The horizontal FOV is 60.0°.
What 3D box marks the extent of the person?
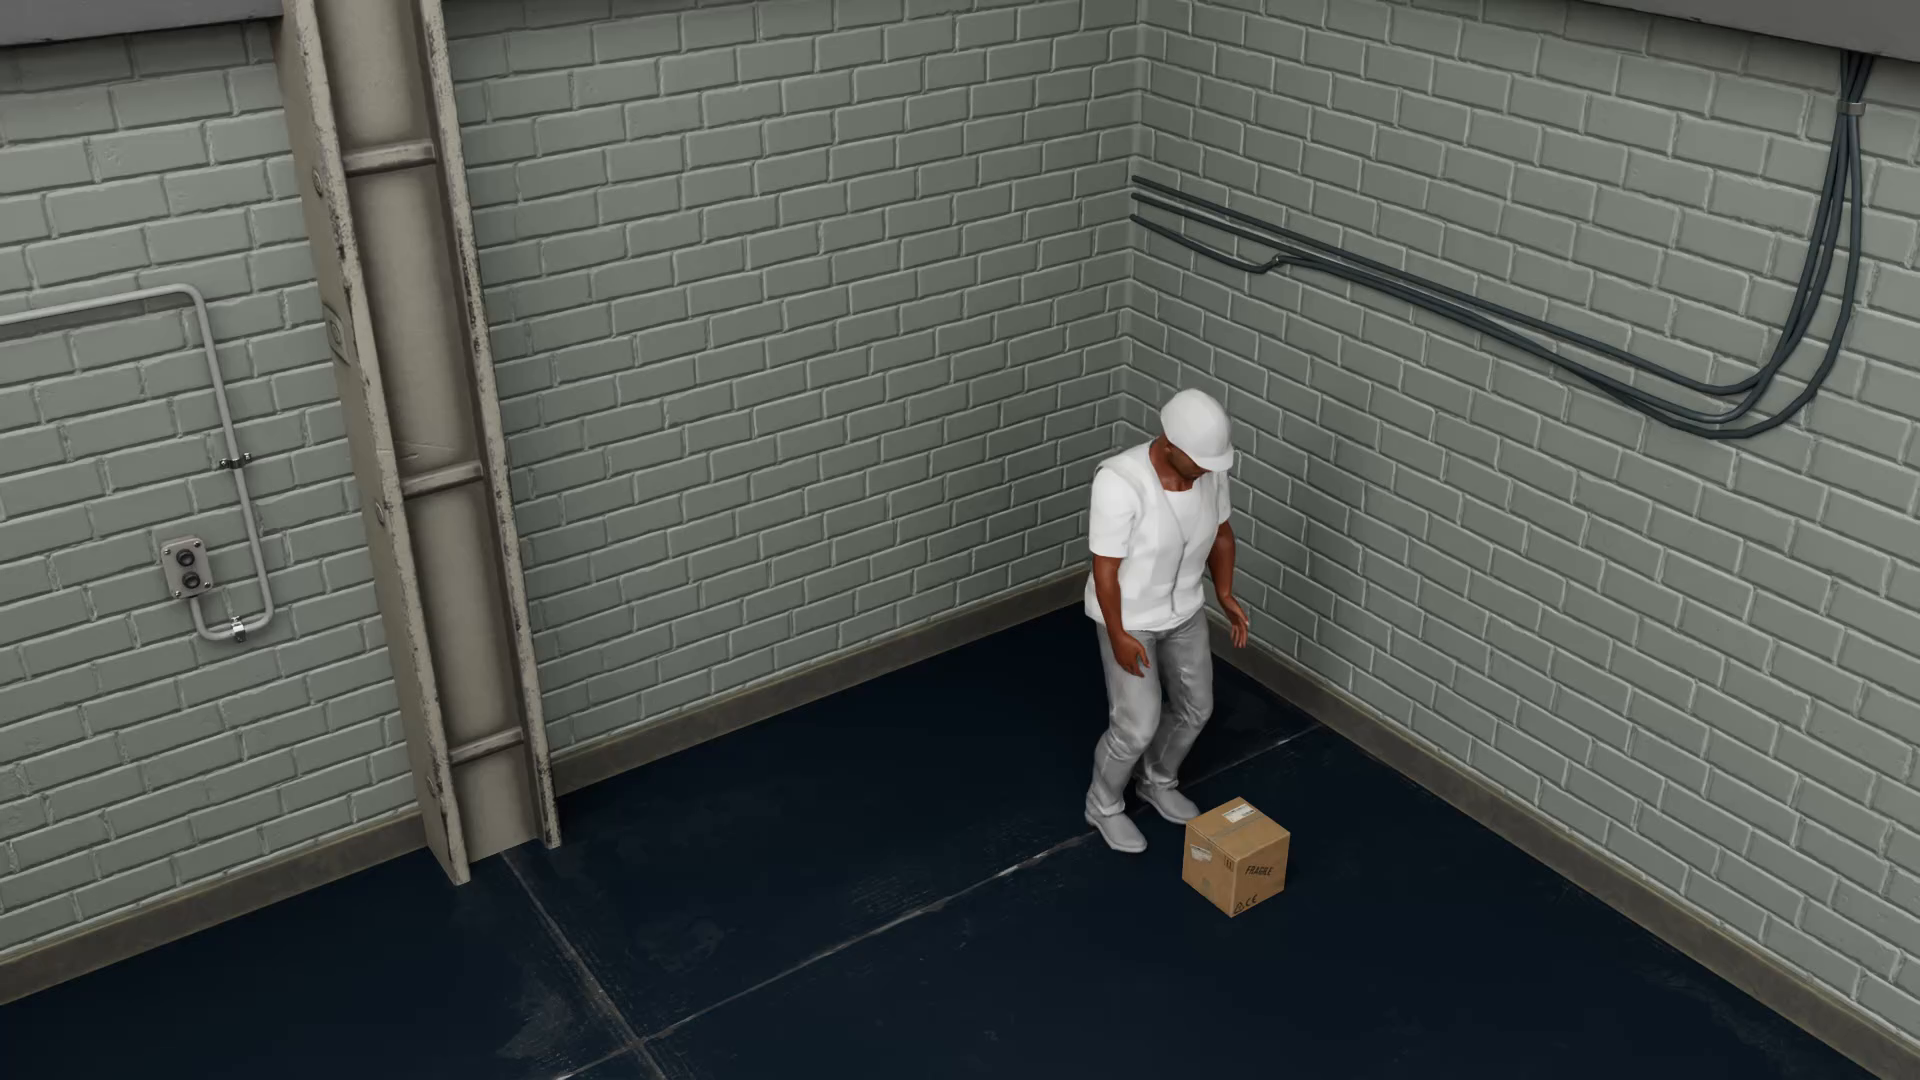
[{"bbox_3d":[0.693,0.258,5.674,0.591,1.717,0.453,-18,33,-29],"label":"person"}]
